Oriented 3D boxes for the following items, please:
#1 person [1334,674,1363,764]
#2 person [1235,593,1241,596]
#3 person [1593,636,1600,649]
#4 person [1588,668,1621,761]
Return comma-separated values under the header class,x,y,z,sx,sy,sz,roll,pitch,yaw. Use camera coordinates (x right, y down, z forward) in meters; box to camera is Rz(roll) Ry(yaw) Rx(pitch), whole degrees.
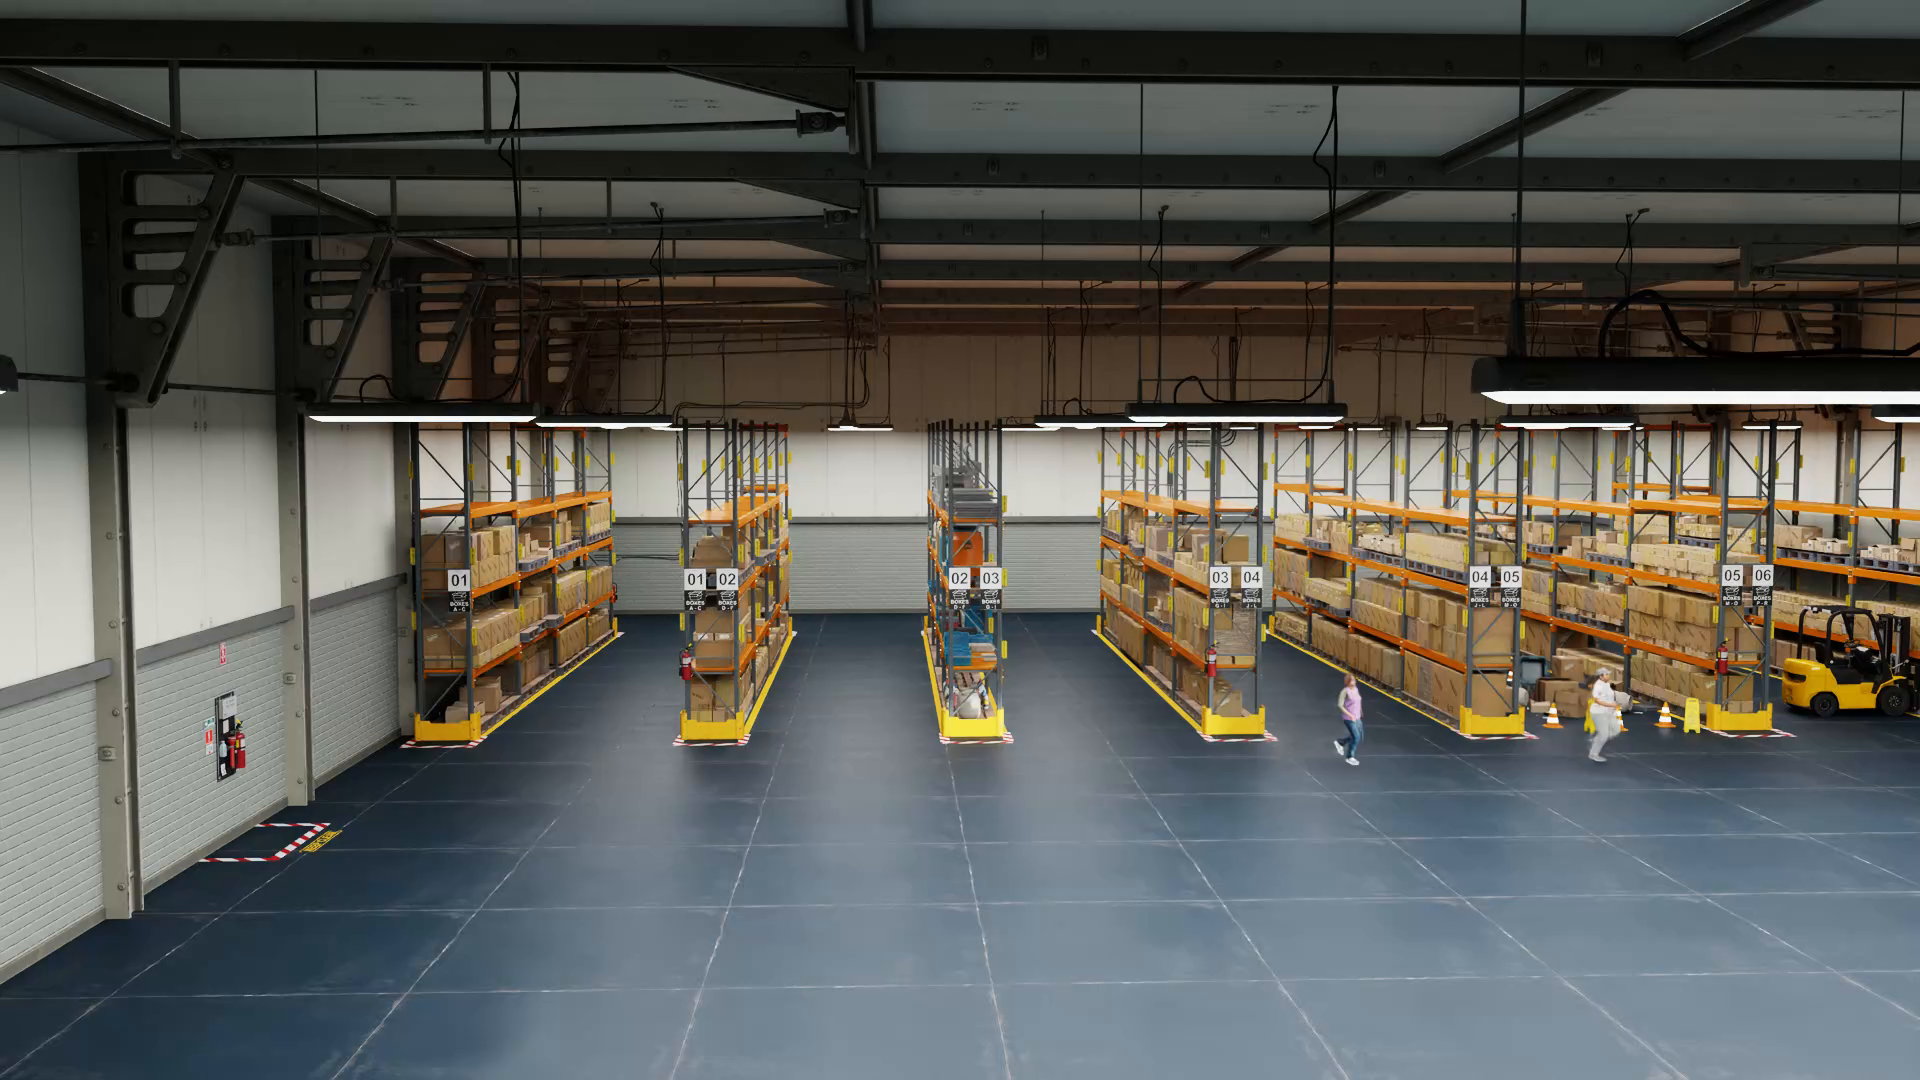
class,x,y,z,sx,sy,sz,roll,pitch,yaw
person,6.738,3.100,28.910,0.536,1.568,0.506,-4,5,-44
person,7.752,1.917,45.281,0.674,1.796,0.912,0,4,0
person,16.576,2.141,43.342,0.584,1.612,0.739,0,4,-5
person,11.275,3.044,29.067,0.527,1.637,0.657,3,5,36
